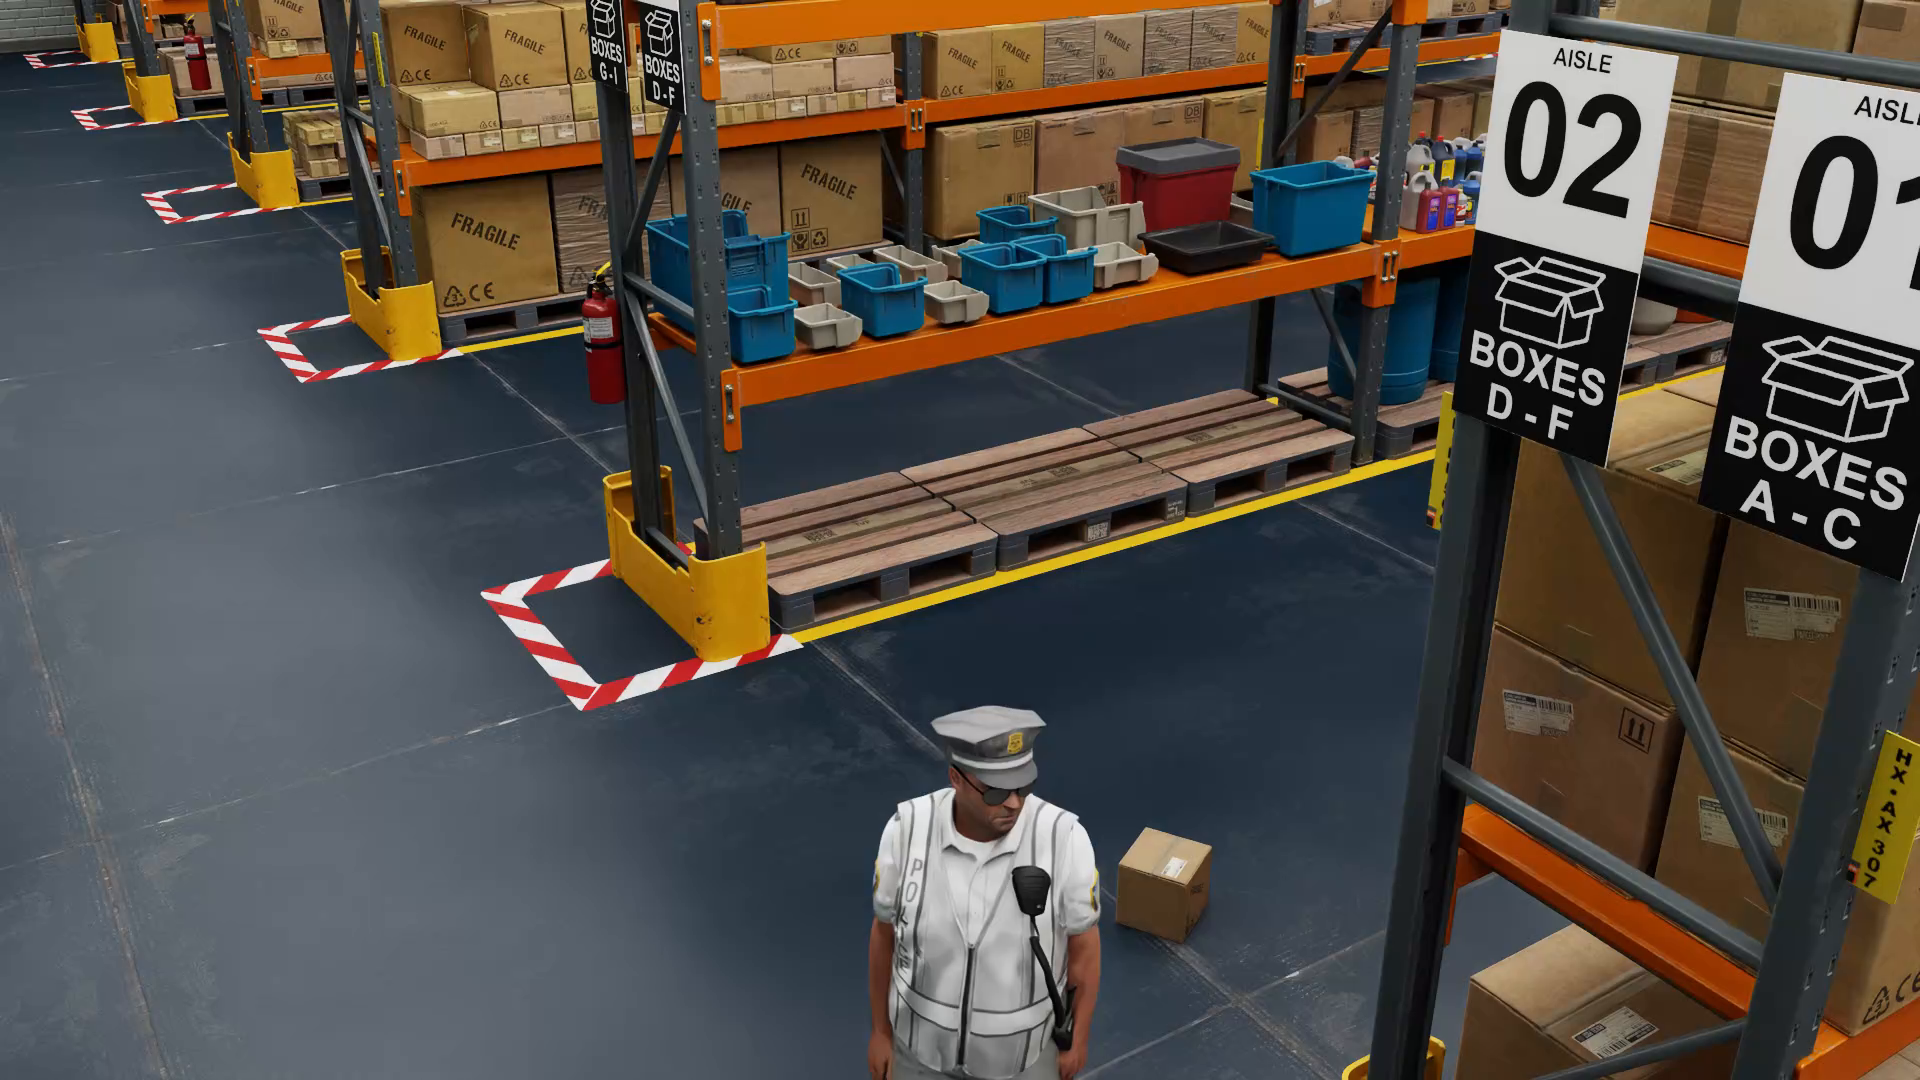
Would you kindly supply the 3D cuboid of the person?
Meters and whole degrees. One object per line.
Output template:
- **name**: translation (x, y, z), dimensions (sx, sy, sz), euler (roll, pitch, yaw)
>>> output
- **person**: translation (0.044, 1.194, 3.984), dimensions (0.552, 1.760, 0.596), euler (5, 25, 11)
